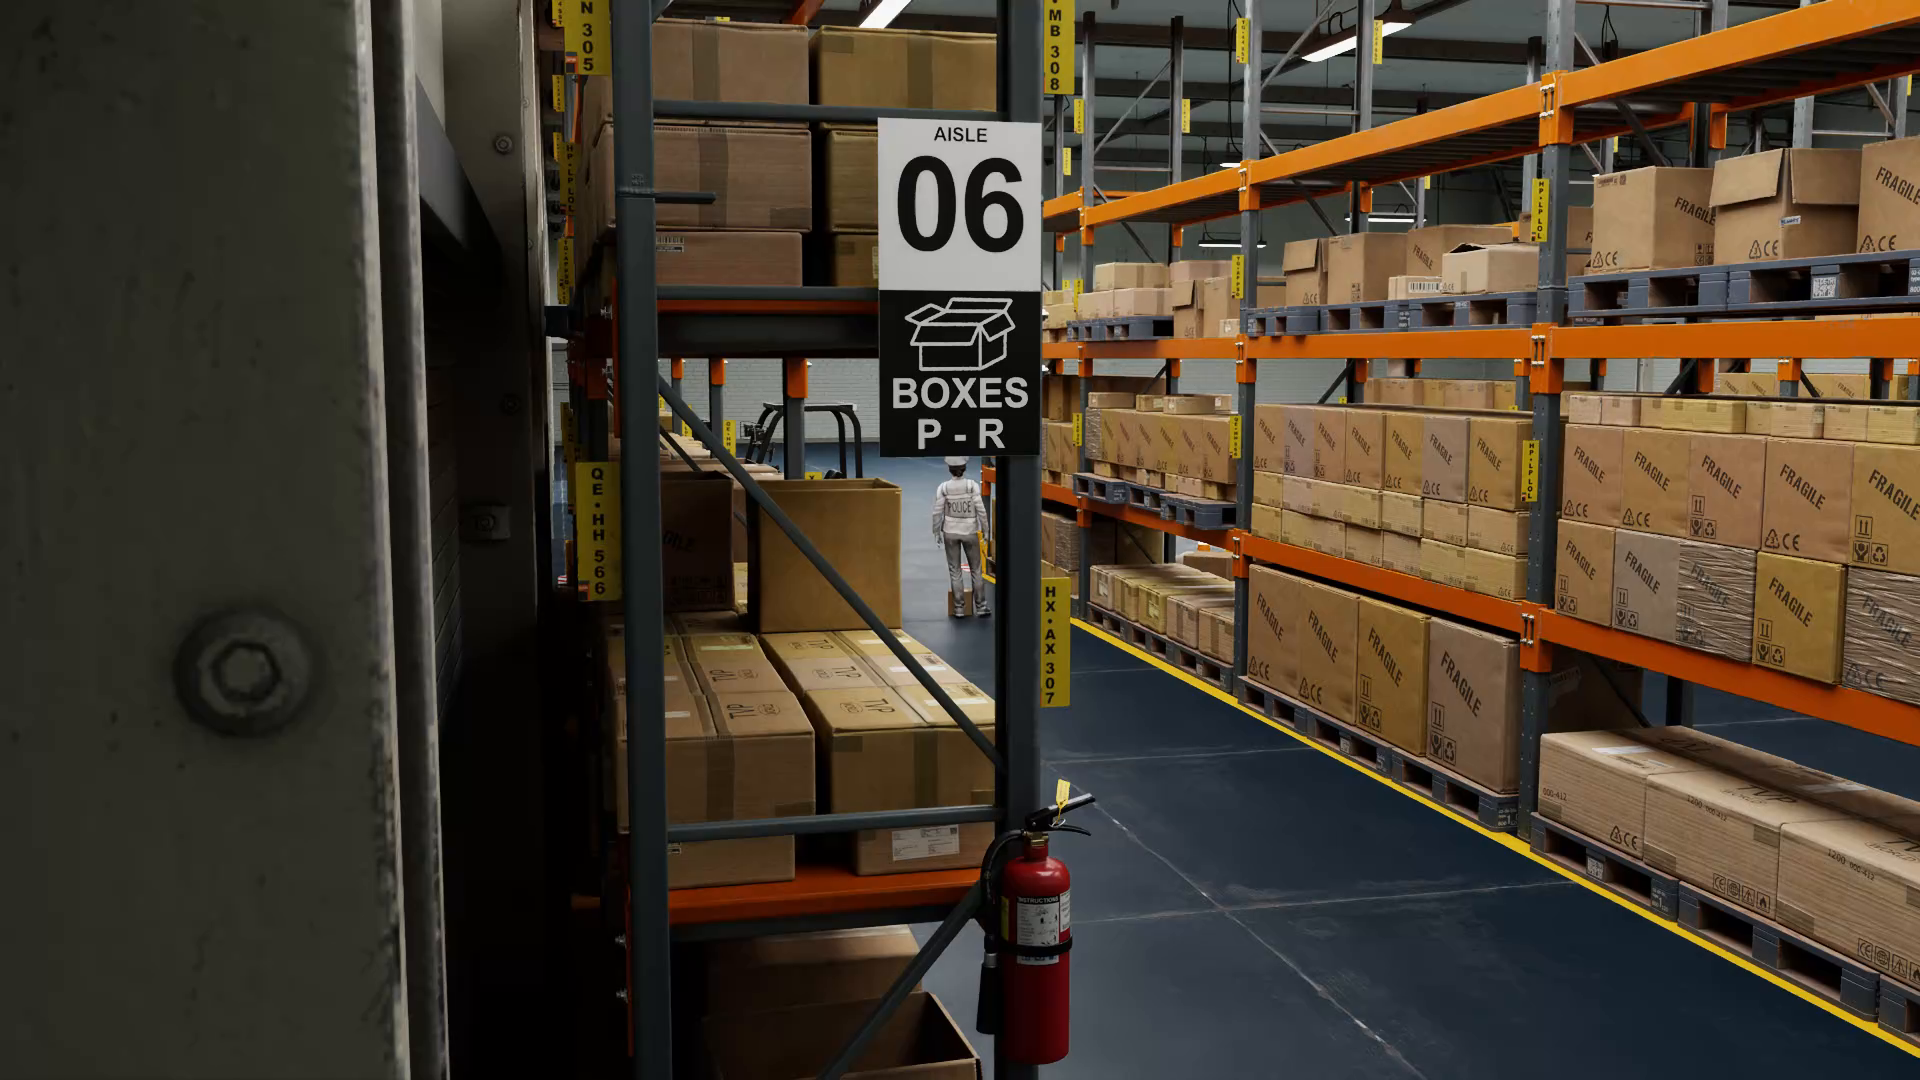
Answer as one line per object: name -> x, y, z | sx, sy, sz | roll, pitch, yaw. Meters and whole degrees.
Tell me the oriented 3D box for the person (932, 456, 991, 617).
person -> 0.016, -0.061, 17.008 | 0.588, 1.697, 0.533 | 1, 6, 5
